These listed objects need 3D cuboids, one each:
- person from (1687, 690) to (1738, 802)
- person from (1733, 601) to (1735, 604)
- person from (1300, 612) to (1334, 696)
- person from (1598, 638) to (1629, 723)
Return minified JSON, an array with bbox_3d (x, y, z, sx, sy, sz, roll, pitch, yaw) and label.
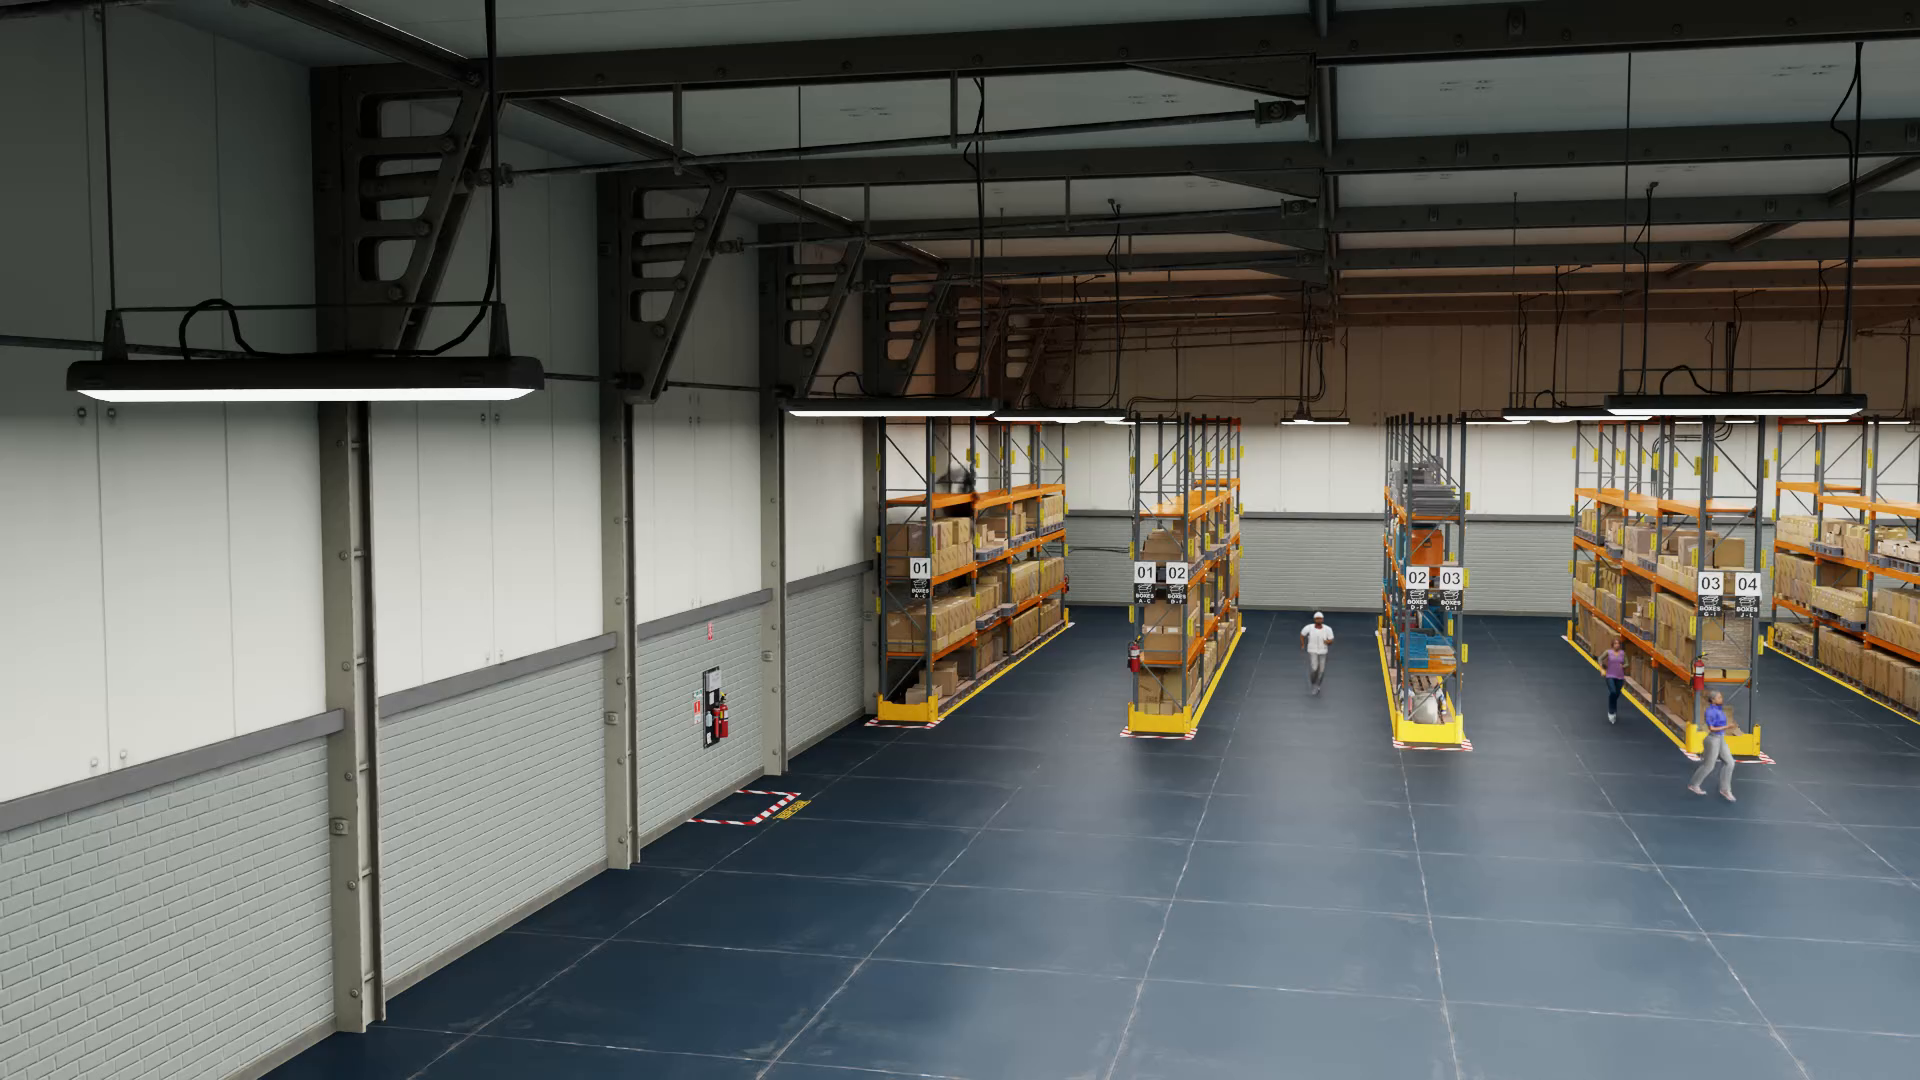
[{"bbox_3d":[11.603,3.170,25.584,0.728,1.697,0.560,4,5,44],"label":"person"},{"bbox_3d":[20.879,1.910,44.380,0.462,1.653,0.642,-1,4,-21],"label":"person"},{"bbox_3d":[7.651,2.440,35.570,0.671,1.801,0.728,0,4,1],"label":"person"},{"bbox_3d":[12.772,2.726,32.464,0.503,1.644,0.710,0,4,1],"label":"person"}]
